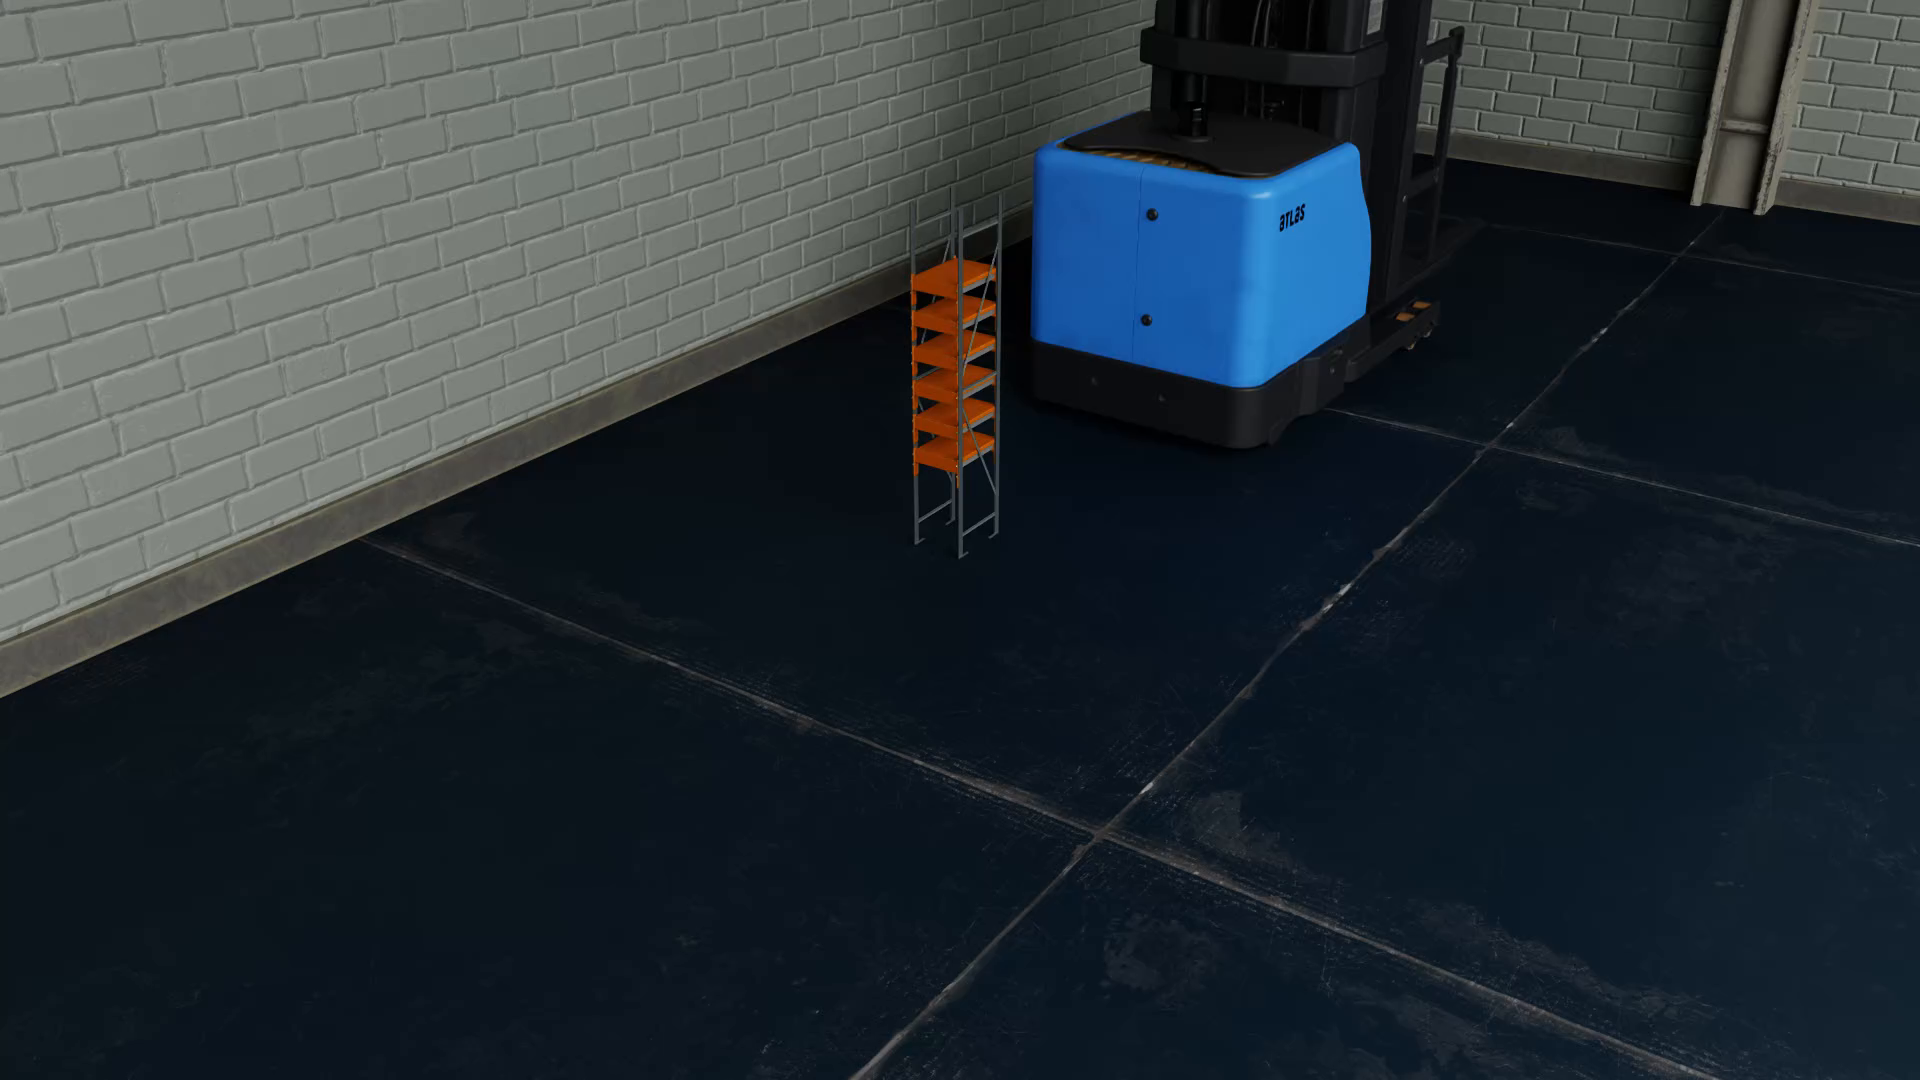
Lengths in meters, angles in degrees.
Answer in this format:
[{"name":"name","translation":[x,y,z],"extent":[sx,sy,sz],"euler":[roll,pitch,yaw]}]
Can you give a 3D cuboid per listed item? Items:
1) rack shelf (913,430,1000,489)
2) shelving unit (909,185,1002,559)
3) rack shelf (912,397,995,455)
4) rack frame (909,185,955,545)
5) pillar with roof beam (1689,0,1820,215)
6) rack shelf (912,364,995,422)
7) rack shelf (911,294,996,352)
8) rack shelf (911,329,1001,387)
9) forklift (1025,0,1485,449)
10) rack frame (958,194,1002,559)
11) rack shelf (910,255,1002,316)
[{"name":"rack shelf","translation":[-0.012,-0.285,5.614],"extent":[0.180,0.103,0.258],"euler":[17,32,30]},{"name":"shelving unit","translation":[-0.012,-0.538,5.485],"extent":[0.189,1.200,0.258],"euler":[17,32,30]},{"name":"rack shelf","translation":[-0.012,-0.392,5.560],"extent":[0.180,0.103,0.258],"euler":[17,32,30]},{"name":"rack frame","translation":[-0.087,-0.562,5.531],"extent":[0.006,1.200,0.240],"euler":[17,32,30]},{"name":"pillar with roof beam","translation":[1.991,-4.330,4.337],"extent":[0.400,9.000,9.100],"euler":[17,32,30]},{"name":"rack shelf","translation":[-0.012,-0.499,5.505],"extent":[0.180,0.103,0.258],"euler":[17,32,30]},{"name":"rack shelf","translation":[-0.012,-0.713,5.396],"extent":[0.180,0.103,0.258],"euler":[17,32,30]},{"name":"rack shelf","translation":[-0.012,-0.606,5.451],"extent":[0.180,0.103,0.258],"euler":[17,32,30]},{"name":"forklift","translation":[1.525,-2.265,6.968],"extent":[1.130,2.935,3.031],"euler":[18,32,31]},{"name":"rack frame","translation":[0.063,-0.515,5.439],"extent":[0.006,1.200,0.240],"euler":[17,32,30]},{"name":"rack shelf","translation":[-0.012,-0.820,5.342],"extent":[0.180,0.103,0.258],"euler":[17,32,30]}]
